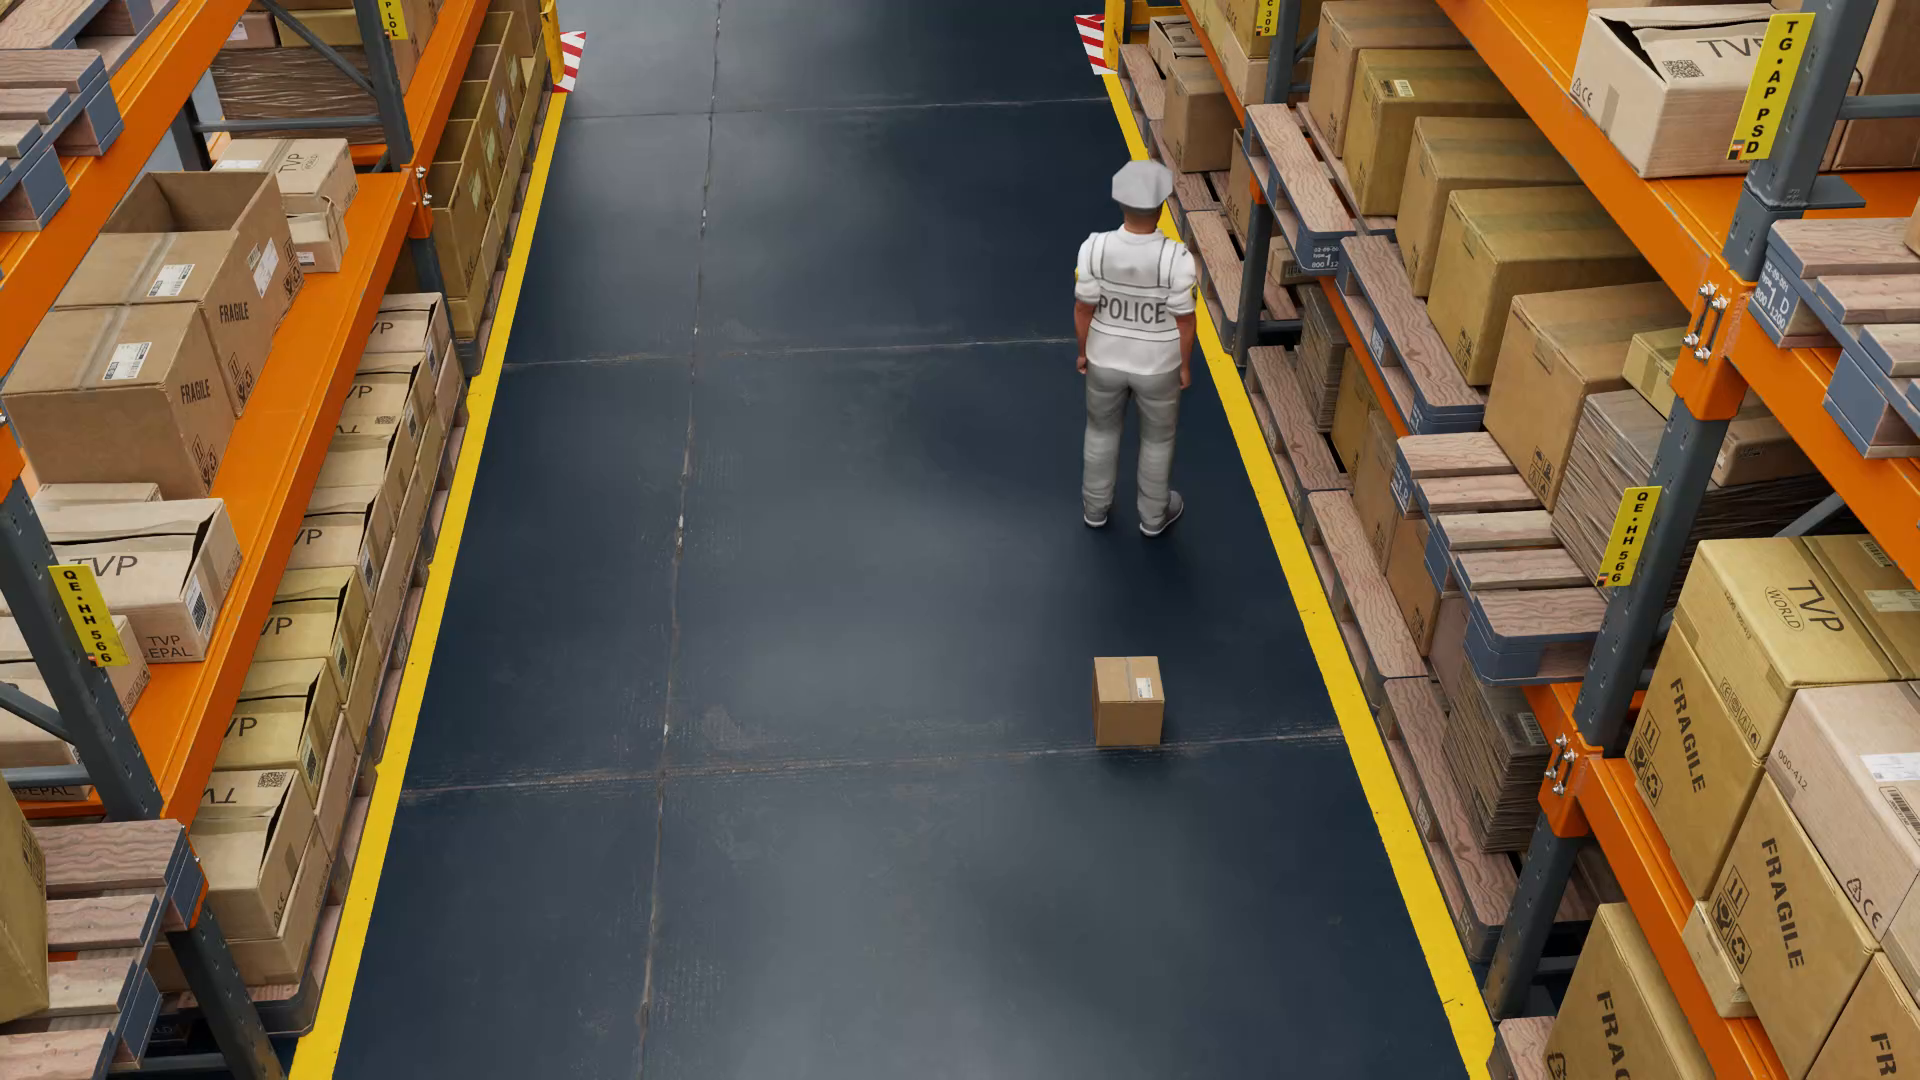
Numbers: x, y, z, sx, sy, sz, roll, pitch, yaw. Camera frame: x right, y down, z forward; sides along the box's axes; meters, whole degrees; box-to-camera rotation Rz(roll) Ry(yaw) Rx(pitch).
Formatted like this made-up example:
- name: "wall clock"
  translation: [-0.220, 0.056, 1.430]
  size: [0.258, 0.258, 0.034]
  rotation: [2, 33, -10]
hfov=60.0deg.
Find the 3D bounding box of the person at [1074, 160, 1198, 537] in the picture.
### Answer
- name: "person"
  translation: [0.748, -0.794, 7.120]
  size: [0.520, 1.771, 0.403]
  rotation: [10, 40, 13]
